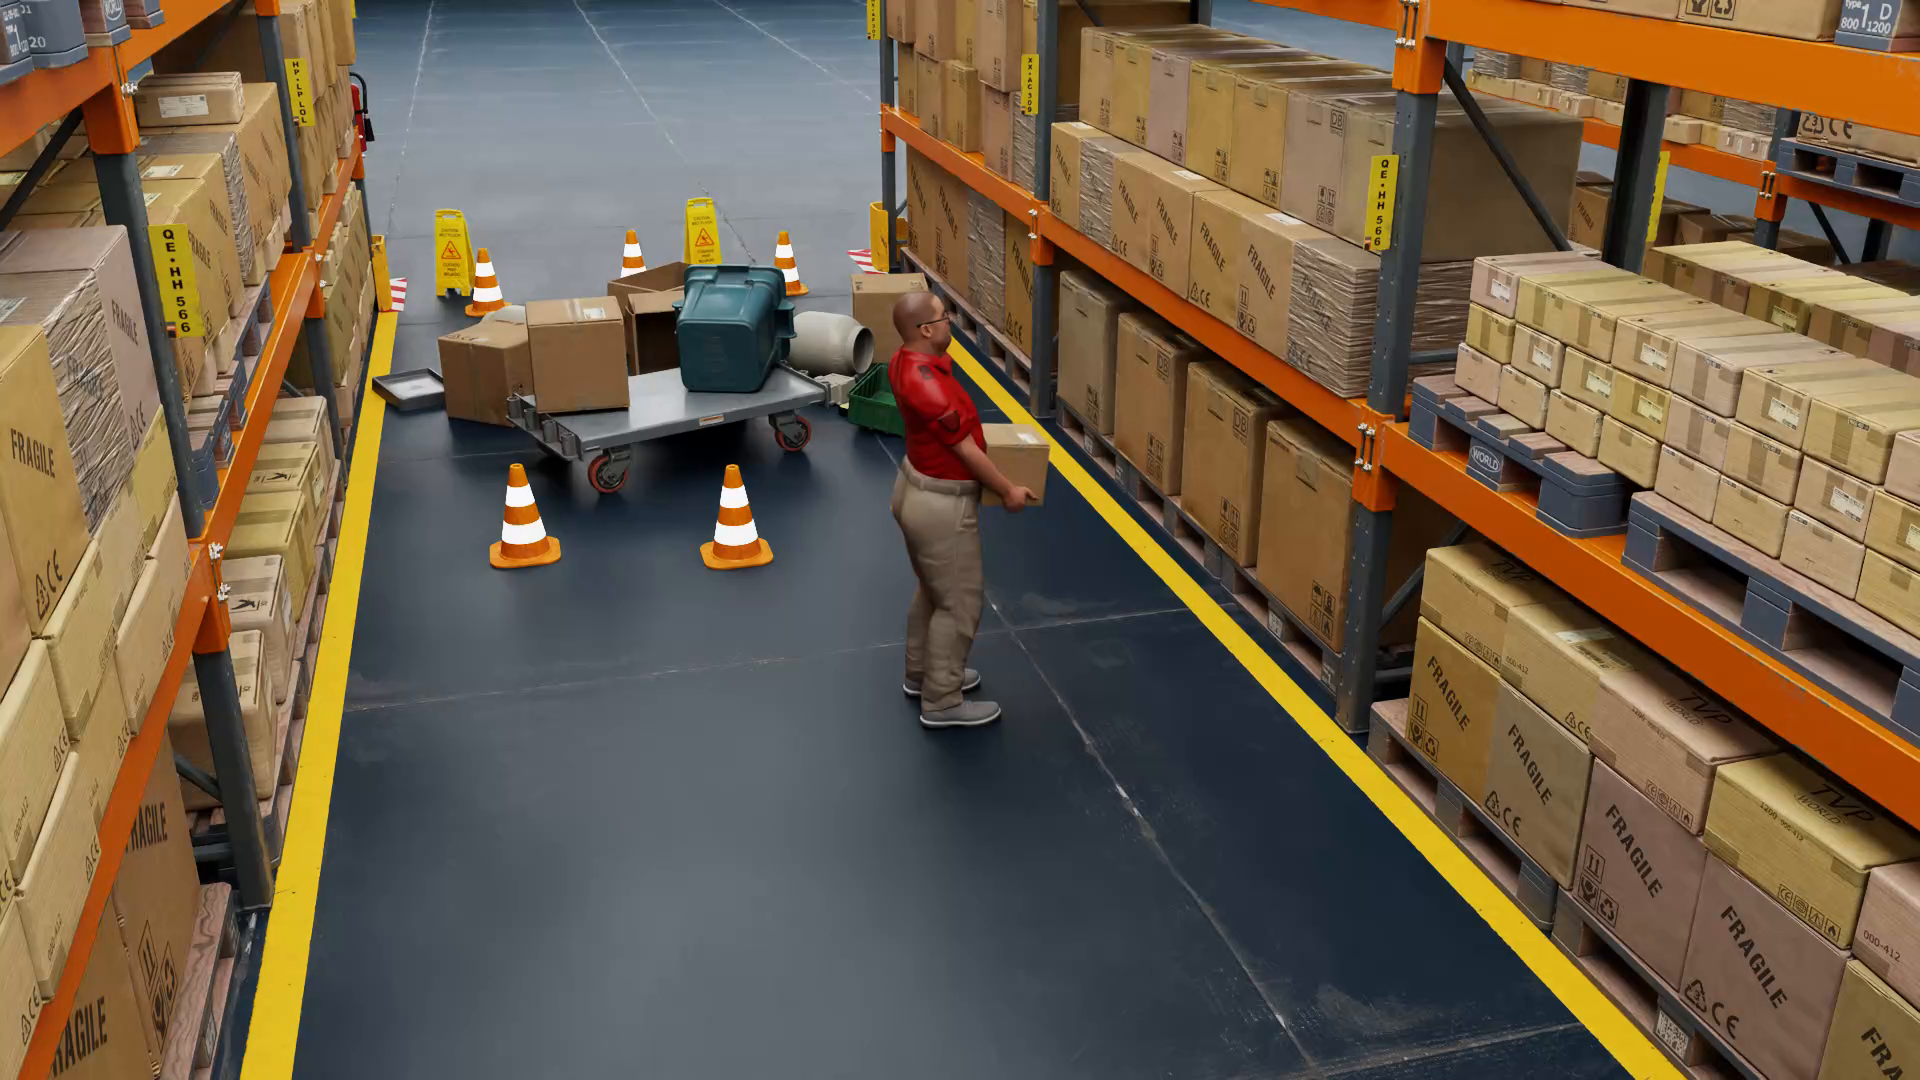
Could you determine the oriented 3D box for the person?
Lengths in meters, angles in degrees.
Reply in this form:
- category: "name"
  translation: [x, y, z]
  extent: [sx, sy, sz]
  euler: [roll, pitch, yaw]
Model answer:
- category: "person"
  translation: [0.004, -0.134, 6.449]
  extent: [0.530, 1.712, 0.494]
  euler: [-6, 24, -14]
